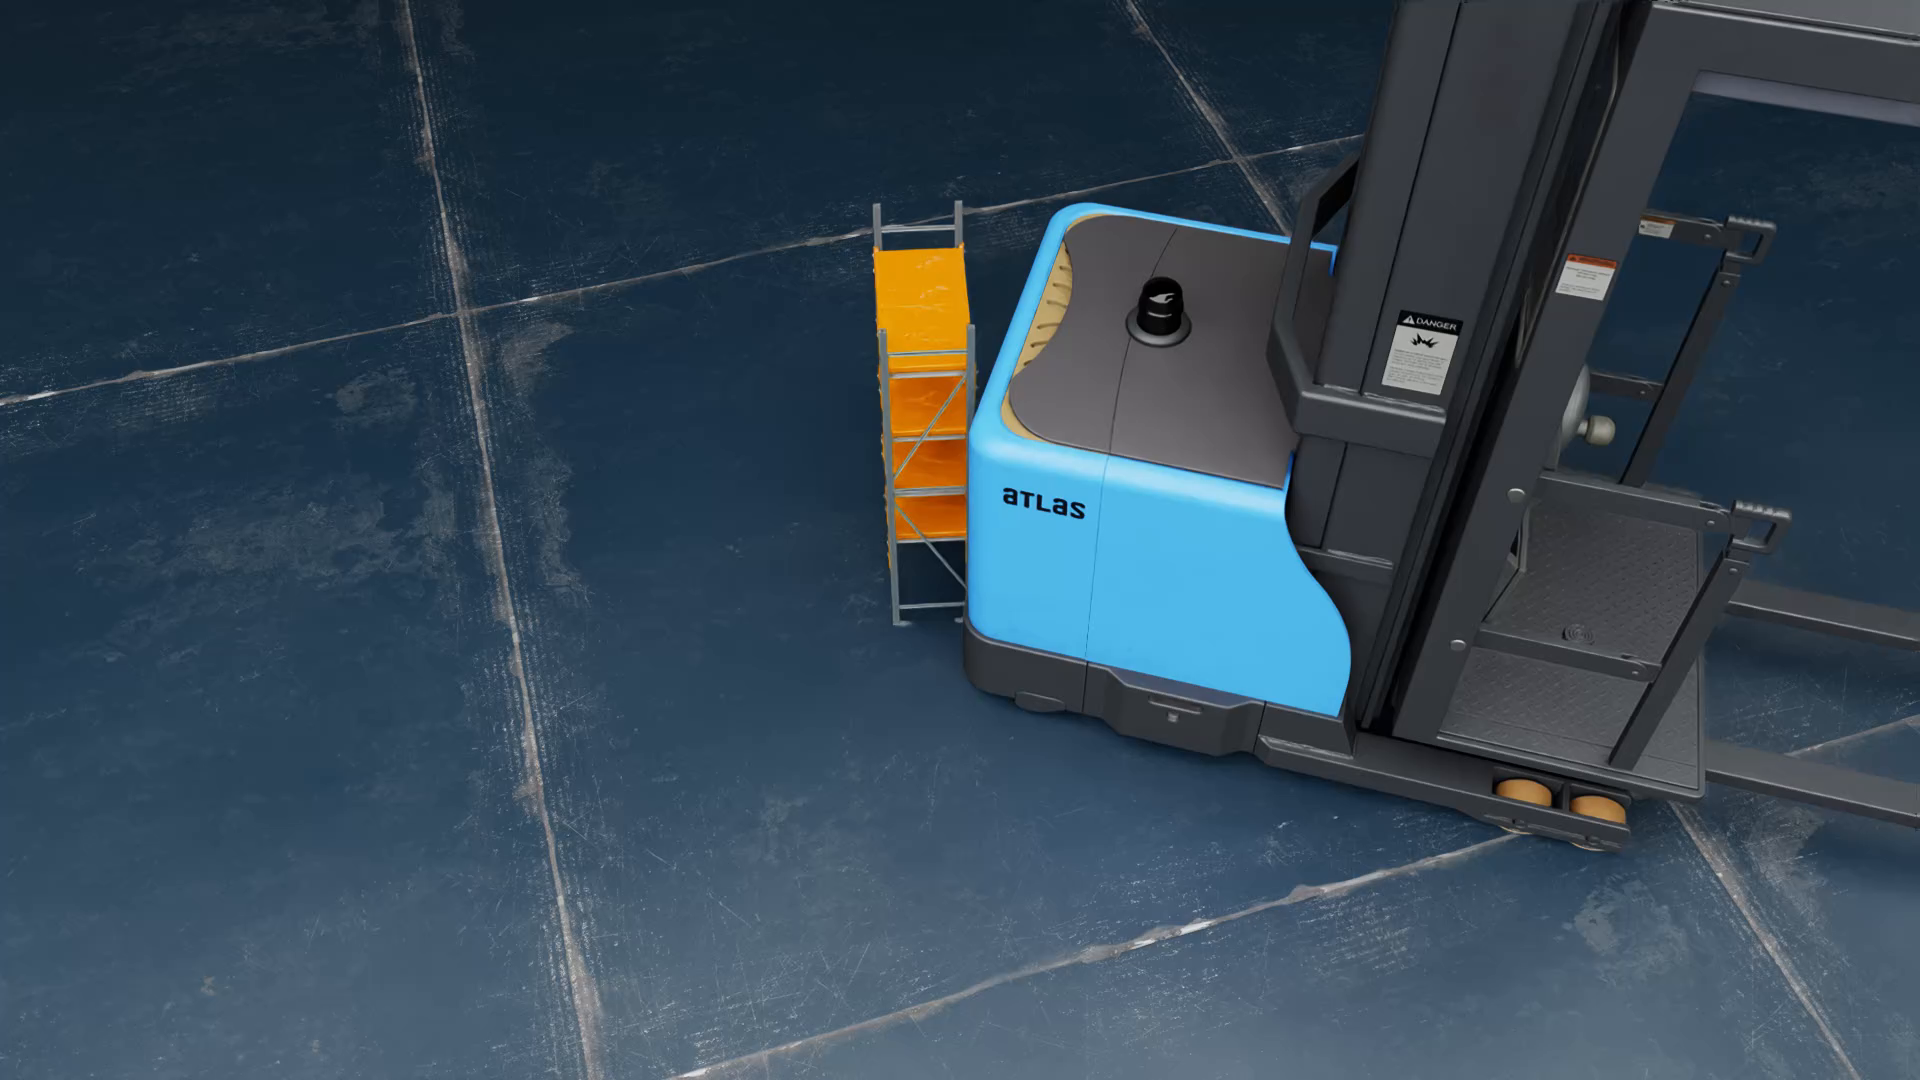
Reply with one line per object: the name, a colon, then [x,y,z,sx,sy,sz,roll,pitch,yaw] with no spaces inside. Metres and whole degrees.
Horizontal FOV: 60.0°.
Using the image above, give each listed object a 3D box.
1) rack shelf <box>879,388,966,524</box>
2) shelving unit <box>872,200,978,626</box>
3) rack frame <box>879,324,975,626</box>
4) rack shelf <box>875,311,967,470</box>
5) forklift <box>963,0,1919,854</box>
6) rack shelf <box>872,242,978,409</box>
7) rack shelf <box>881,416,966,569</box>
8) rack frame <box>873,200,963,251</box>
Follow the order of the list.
rack shelf: [-0.098,-0.280,4.790,0.258,0.148,0.480,-3,50,-2]
shelving unit: [-0.098,-0.324,4.738,0.258,1.200,0.503,-3,50,-2]
rack frame: [-0.082,-0.138,4.581,0.240,1.200,0.015,-3,50,-2]
rack shelf: [-0.098,-0.425,4.619,0.258,0.148,0.480,-3,50,-2]
forklift: [1.584,-0.553,3.799,3.031,2.935,1.130,12,51,10]
rack shelf: [-0.098,-0.577,4.438,0.258,0.148,0.480,-3,50,-2]
rack shelf: [-0.098,-0.153,4.942,0.258,0.148,0.480,-3,50,-2]
rack frame: [-0.113,-0.510,4.895,0.240,1.200,0.015,-3,50,-2]
